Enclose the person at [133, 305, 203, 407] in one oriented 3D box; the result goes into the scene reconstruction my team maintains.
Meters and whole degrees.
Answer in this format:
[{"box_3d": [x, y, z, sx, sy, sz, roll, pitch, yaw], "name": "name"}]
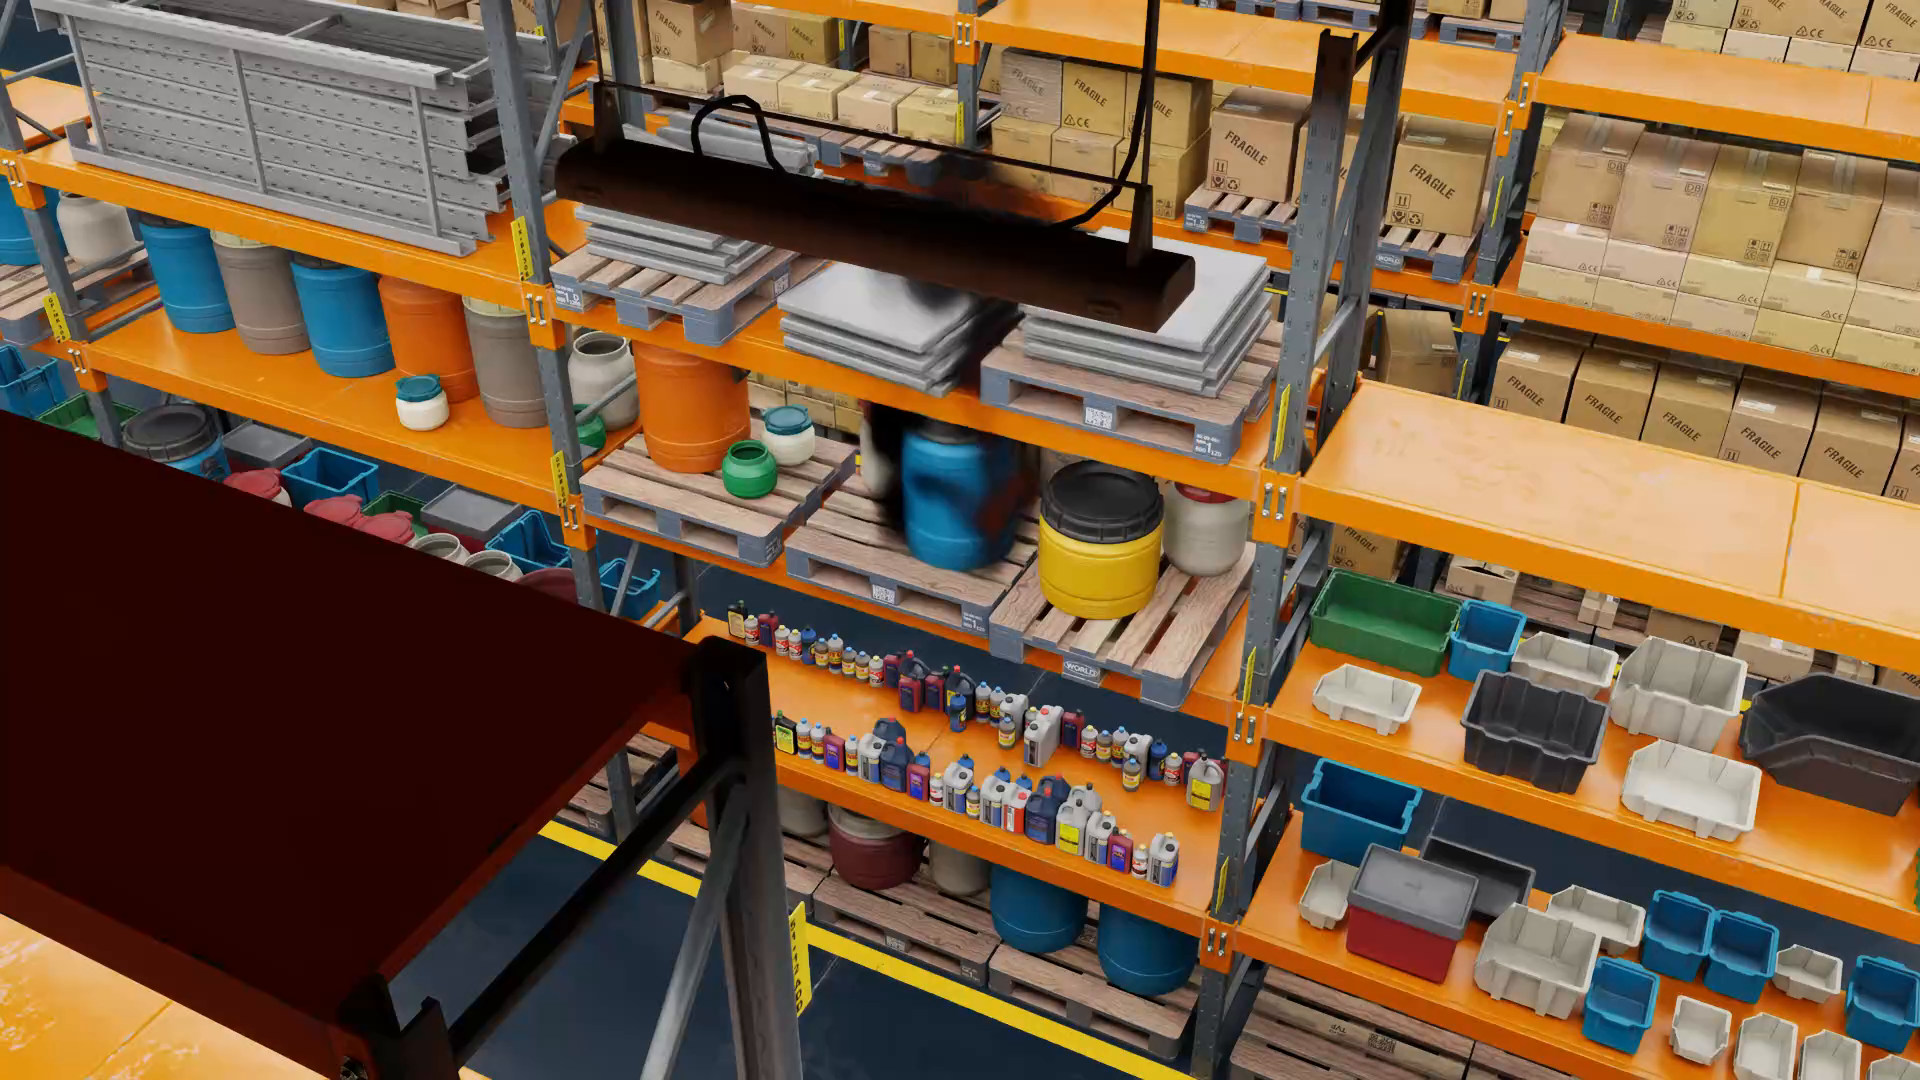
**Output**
[{"box_3d": [-7.209, -1.896, 15.105, 0.590, 1.702, 0.699, -6, 36, -9], "name": "person"}]
